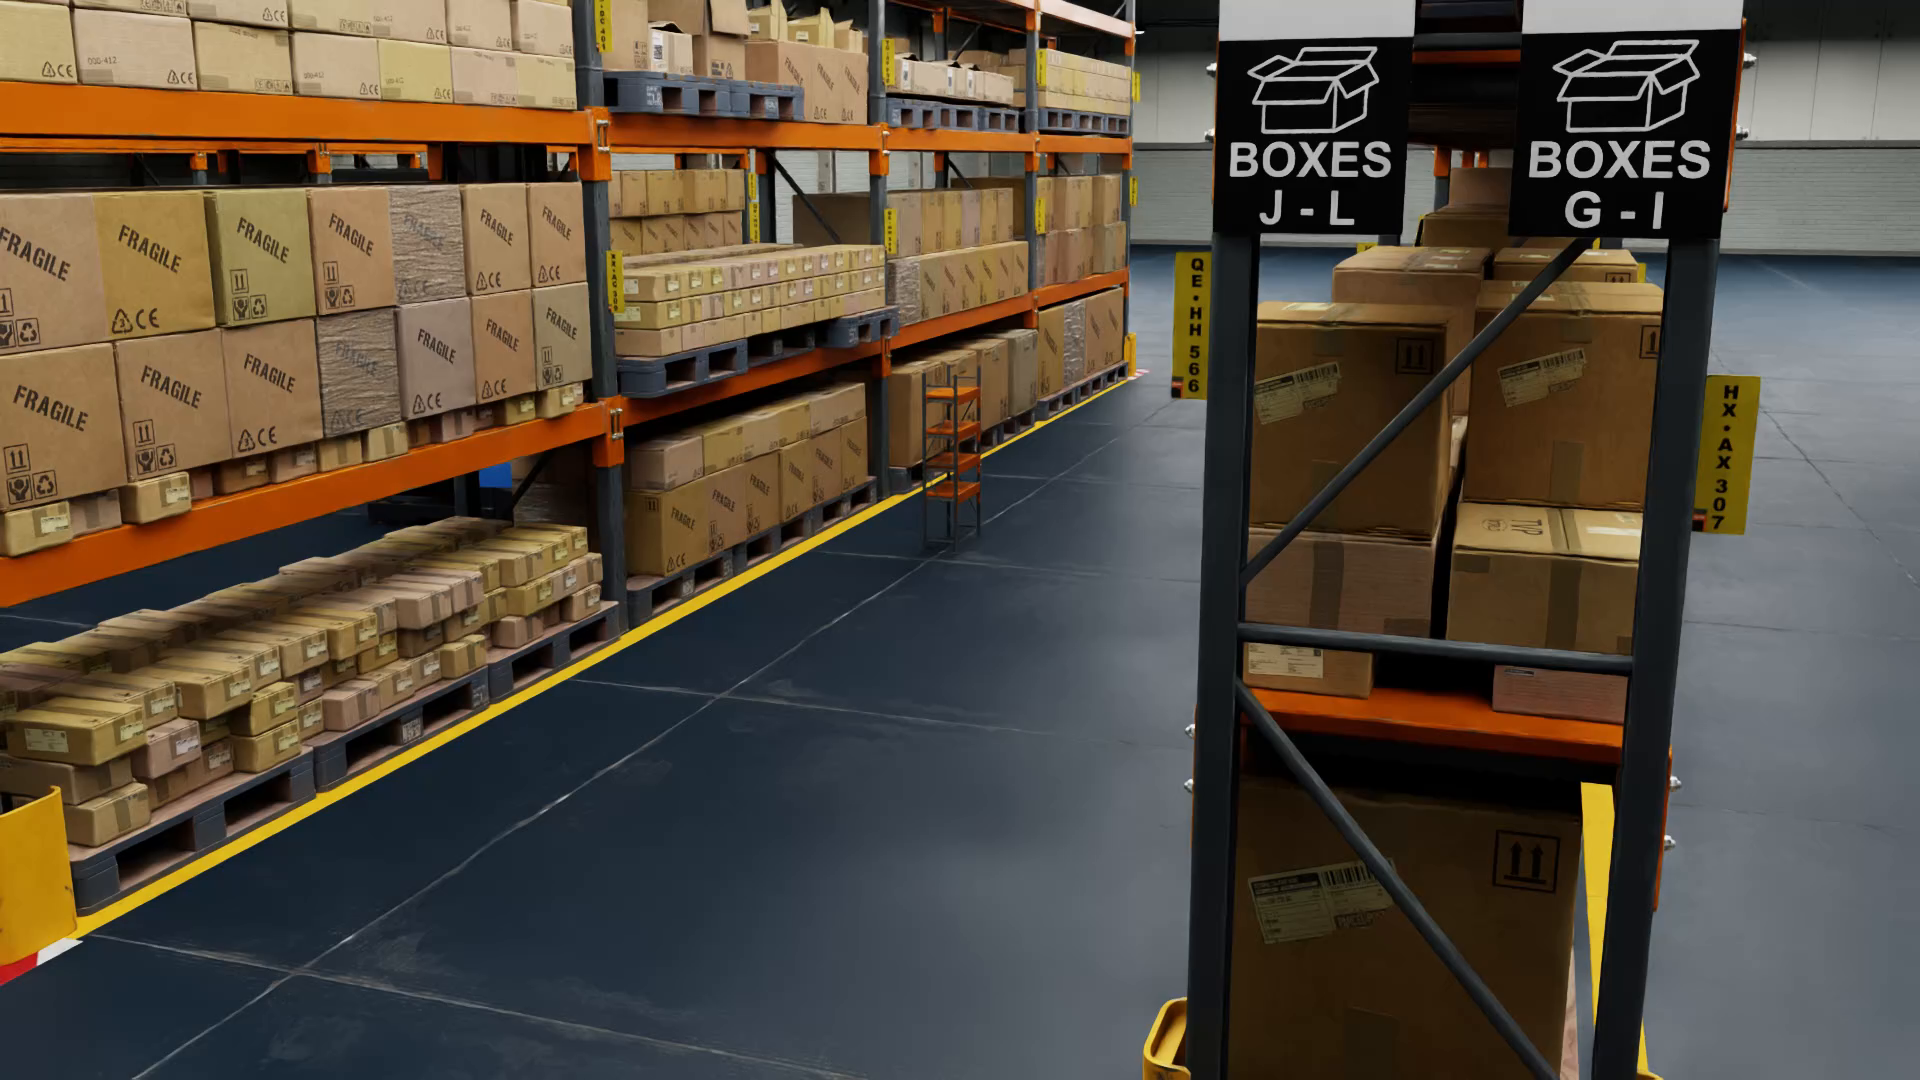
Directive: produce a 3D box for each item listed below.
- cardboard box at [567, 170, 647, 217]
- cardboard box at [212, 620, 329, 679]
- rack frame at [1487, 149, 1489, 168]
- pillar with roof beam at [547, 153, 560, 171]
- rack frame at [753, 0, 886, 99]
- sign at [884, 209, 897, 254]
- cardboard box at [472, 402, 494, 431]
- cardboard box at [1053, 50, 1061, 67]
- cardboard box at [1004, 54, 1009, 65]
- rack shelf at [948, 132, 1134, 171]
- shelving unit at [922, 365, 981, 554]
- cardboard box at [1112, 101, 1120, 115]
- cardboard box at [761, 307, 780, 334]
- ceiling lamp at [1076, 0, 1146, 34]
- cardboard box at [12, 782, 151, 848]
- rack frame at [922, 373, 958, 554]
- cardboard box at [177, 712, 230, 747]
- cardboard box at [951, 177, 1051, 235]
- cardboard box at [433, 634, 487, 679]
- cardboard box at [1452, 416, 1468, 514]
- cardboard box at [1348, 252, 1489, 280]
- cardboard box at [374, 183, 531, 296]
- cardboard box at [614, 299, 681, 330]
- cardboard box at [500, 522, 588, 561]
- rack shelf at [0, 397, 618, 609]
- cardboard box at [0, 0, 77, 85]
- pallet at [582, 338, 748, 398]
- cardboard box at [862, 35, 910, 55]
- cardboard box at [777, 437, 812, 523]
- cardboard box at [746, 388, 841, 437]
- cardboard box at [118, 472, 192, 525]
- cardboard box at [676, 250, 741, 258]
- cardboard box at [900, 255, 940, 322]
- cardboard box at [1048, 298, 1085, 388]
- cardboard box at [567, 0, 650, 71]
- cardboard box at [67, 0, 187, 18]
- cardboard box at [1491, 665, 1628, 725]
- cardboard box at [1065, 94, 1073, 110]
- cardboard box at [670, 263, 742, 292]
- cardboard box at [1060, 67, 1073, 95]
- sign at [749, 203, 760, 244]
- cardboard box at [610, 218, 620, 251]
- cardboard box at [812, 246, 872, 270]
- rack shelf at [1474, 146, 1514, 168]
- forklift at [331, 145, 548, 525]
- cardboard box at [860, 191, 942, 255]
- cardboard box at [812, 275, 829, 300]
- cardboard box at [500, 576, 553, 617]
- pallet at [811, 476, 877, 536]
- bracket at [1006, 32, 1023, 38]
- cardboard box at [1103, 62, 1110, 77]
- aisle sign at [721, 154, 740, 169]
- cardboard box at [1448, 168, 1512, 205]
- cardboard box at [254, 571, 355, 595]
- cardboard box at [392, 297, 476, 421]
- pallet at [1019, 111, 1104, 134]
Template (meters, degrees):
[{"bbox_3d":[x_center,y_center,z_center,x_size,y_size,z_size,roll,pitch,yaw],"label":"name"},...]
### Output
[{"bbox_3d":[-3.928,-3.858,18.508,0.700,0.500,0.500,4,14,19],"label":"cardboard box"},{"bbox_3d":[-2.858,0.451,6.896,0.380,0.149,0.250,5,14,21],"label":"cardboard box"},{"bbox_3d":[6.210,-3.122,18.425,1.000,3.000,0.127,4,14,18],"label":"rack frame"},{"bbox_3d":[-2.928,-7.989,26.265,9.100,9.000,0.400,4,14,18],"label":"pillar with roof beam"},{"bbox_3d":[-1.039,-4.741,12.036,1.000,3.000,0.127,4,14,18],"label":"rack frame"},{"bbox_3d":[-0.522,-2.305,12.421,0.100,0.325,0.005,4,14,18],"label":"sign"},{"bbox_3d":[-2.475,-0.611,7.988,0.380,0.149,0.250,4,13,17],"label":"cardboard box"},{"bbox_3d":[0.776,-4.746,16.405,0.380,0.149,0.250,4,14,18],"label":"cardboard box"},{"bbox_3d":[0.317,-4.899,17.074,0.380,0.149,0.250,5,14,19],"label":"cardboard box"},{"bbox_3d":[0.902,-4.191,17.985,1.077,0.370,4.000,4,14,18],"label":"rack shelf"},{"bbox_3d":[-0.054,-0.550,11.202,0.258,1.200,0.503,4,14,18],"label":"shelving unit"},{"bbox_3d":[1.598,-4.892,18.837,0.380,0.149,0.250,5,14,19],"label":"cardboard box"},{"bbox_3d":[-1.353,-1.381,10.419,0.380,0.149,0.250,4,13,17],"label":"cardboard box"},{"bbox_3d":[4.008,-15.042,44.051,2.000,3.185,0.800,4,14,18],"label":"ceiling lamp"},{"bbox_3d":[-3.155,0.966,5.976,0.380,0.149,0.250,5,14,20],"label":"cardboard box"},{"bbox_3d":[-0.133,-0.499,10.977,0.240,1.200,0.015,4,14,18],"label":"rack frame"},{"bbox_3d":[-3.077,0.705,6.452,0.380,0.149,0.250,5,14,19],"label":"cardboard box"},{"bbox_3d":[0.407,-3.333,16.586,0.875,0.550,0.550,4,14,18],"label":"cardboard box"},{"bbox_3d":[-2.472,0.536,7.860,0.380,0.149,0.250,4,14,18],"label":"cardboard box"},{"bbox_3d":[1.433,-0.270,5.599,0.500,0.250,0.500,4,14,19],"label":"cardboard box"},{"bbox_3d":[1.764,-0.847,6.443,0.500,0.500,0.500,4,14,18],"label":"cardboard box"},{"bbox_3d":[-2.391,-1.427,7.860,0.500,0.500,0.500,4,13,17],"label":"cardboard box"},{"bbox_3d":[-1.770,-1.251,9.180,0.380,0.149,0.250,5,14,19],"label":"cardboard box"},{"bbox_3d":[-2.202,0.015,8.807,0.380,0.149,0.250,5,14,20],"label":"cardboard box"},{"bbox_3d":[-2.980,-0.202,7.249,1.077,0.370,4.000,4,14,18],"label":"rack shelf"},{"bbox_3d":[-3.240,-1.597,5.340,0.500,0.250,0.500,5,14,20],"label":"cardboard box"},{"bbox_3d":[-1.948,-1.031,9.694,1.003,0.211,1.213,4,14,18],"label":"pallet"},{"bbox_3d":[-0.741,-3.967,13.993,0.500,0.500,0.500,4,14,18],"label":"cardboard box"},{"bbox_3d":[-1.332,-0.423,11.275,0.500,0.500,0.500,4,13,16],"label":"cardboard box"},{"bbox_3d":[-1.165,-0.898,11.668,0.500,0.250,0.500,5,14,19],"label":"cardboard box"},{"bbox_3d":[-3.031,-0.163,6.026,0.380,0.149,0.250,4,13,17],"label":"cardboard box"},{"bbox_3d":[-1.712,-1.884,11.285,0.380,0.149,0.250,5,14,21],"label":"cardboard box"},{"bbox_3d":[-0.476,-2.047,13.491,0.500,0.500,0.500,4,14,18],"label":"cardboard box"},{"bbox_3d":[0.813,-2.145,17.974,0.875,0.875,0.875,4,14,19],"label":"cardboard box"},{"bbox_3d":[-2.106,-2.762,8.937,0.700,0.500,0.500,4,14,18],"label":"cardboard box"},{"bbox_3d":[-3.071,-1.948,5.756,0.500,0.250,0.500,4,14,18],"label":"cardboard box"},{"bbox_3d":[1.460,0.318,3.917,0.380,0.149,0.250,5,14,19],"label":"cardboard box"},{"bbox_3d":[0.940,-4.464,16.958,0.380,0.149,0.250,4,13,18],"label":"cardboard box"},{"bbox_3d":[-1.517,-1.561,9.871,0.380,0.149,0.250,4,14,18],"label":"cardboard box"},{"bbox_3d":[0.840,-4.635,16.814,0.500,0.250,0.500,4,14,18],"label":"cardboard box"},{"bbox_3d":[-1.565,-2.420,12.747,0.100,0.325,0.005,4,14,18],"label":"sign"},{"bbox_3d":[-4.055,-3.260,18.135,0.500,0.500,0.500,4,14,18],"label":"cardboard box"},{"bbox_3d":[-0.847,-1.999,11.791,0.380,0.149,0.250,4,14,18],"label":"cardboard box"},{"bbox_3d":[5.563,-3.813,16.327,1.077,0.370,4.000,4,14,18],"label":"rack shelf"},{"bbox_3d":[-3.780,-1.644,12.102,3.031,2.935,1.130,3,13,14],"label":"forklift"},{"bbox_3d":[-0.558,-2.661,13.933,0.700,0.500,0.500,4,13,18],"label":"cardboard box"},{"bbox_3d":[-1.099,-1.690,11.102,0.380,0.149,0.250,4,14,18],"label":"cardboard box"},{"bbox_3d":[-2.280,0.271,8.354,0.380,0.149,0.250,4,13,16],"label":"cardboard box"},{"bbox_3d":[-1.293,-0.292,12.293,1.003,0.211,1.213,4,14,18],"label":"pallet"},{"bbox_3d":[1.810,-15.543,51.275,0.076,0.066,3.189,4,14,18],"label":"bracket"},{"bbox_3d":[1.432,-5.174,18.278,0.380,0.149,0.250,4,14,19],"label":"cardboard box"},{"bbox_3d":[-2.872,-5.095,21.228,0.394,0.787,0.004,4,14,18],"label":"aisle sign"},{"bbox_3d":[4.526,-2.620,13.933,1.000,1.000,1.000,4,14,19],"label":"cardboard box"},{"bbox_3d":[-3.053,0.257,7.747,0.380,0.149,0.250,4,13,16],"label":"cardboard box"},{"bbox_3d":[-2.553,-0.832,7.497,0.500,0.500,0.500,4,14,18],"label":"cardboard box"},{"bbox_3d":[0.926,-4.505,17.943,1.003,0.211,1.213,4,14,18],"label":"pallet"}]
